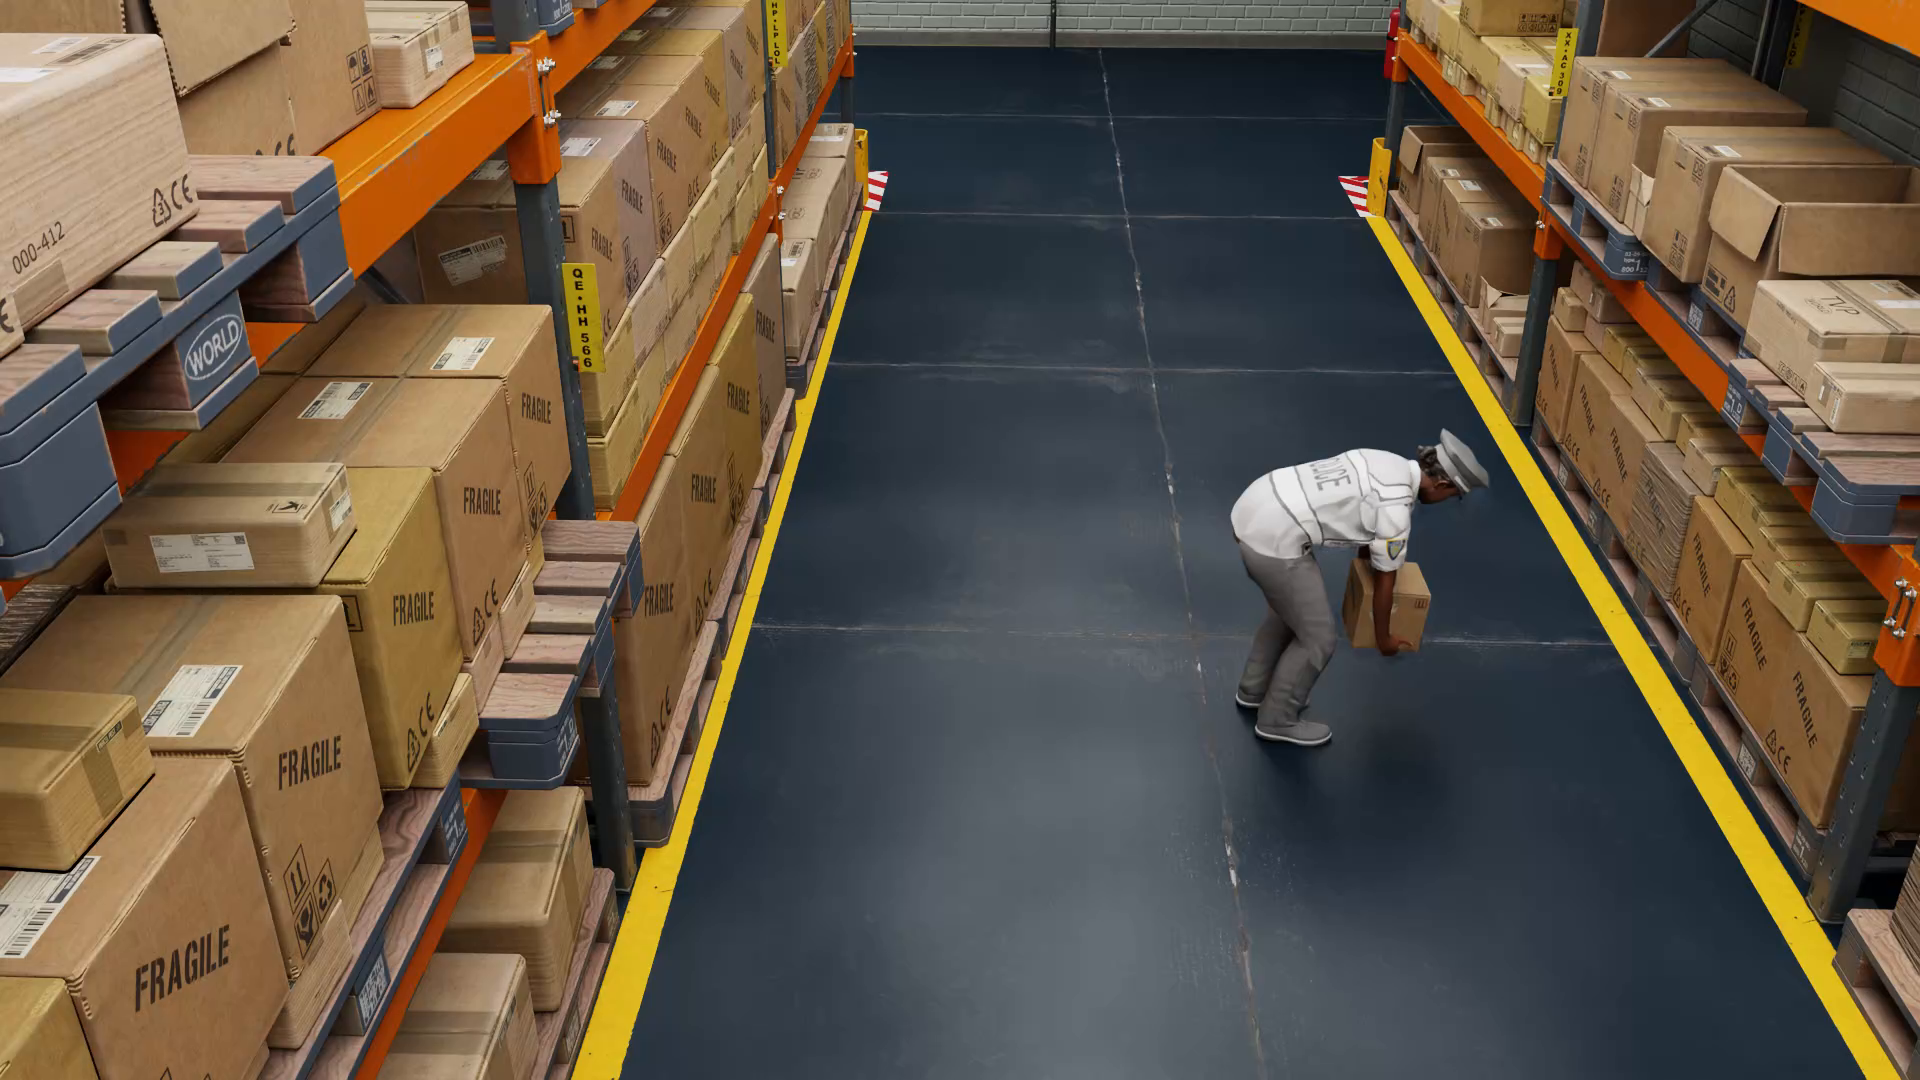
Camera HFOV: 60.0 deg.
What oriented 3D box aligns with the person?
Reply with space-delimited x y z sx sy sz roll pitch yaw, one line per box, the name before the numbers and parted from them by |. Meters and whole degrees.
person | 1.465 0.171 6.260 0.920 1.238 0.412 0 28 0
